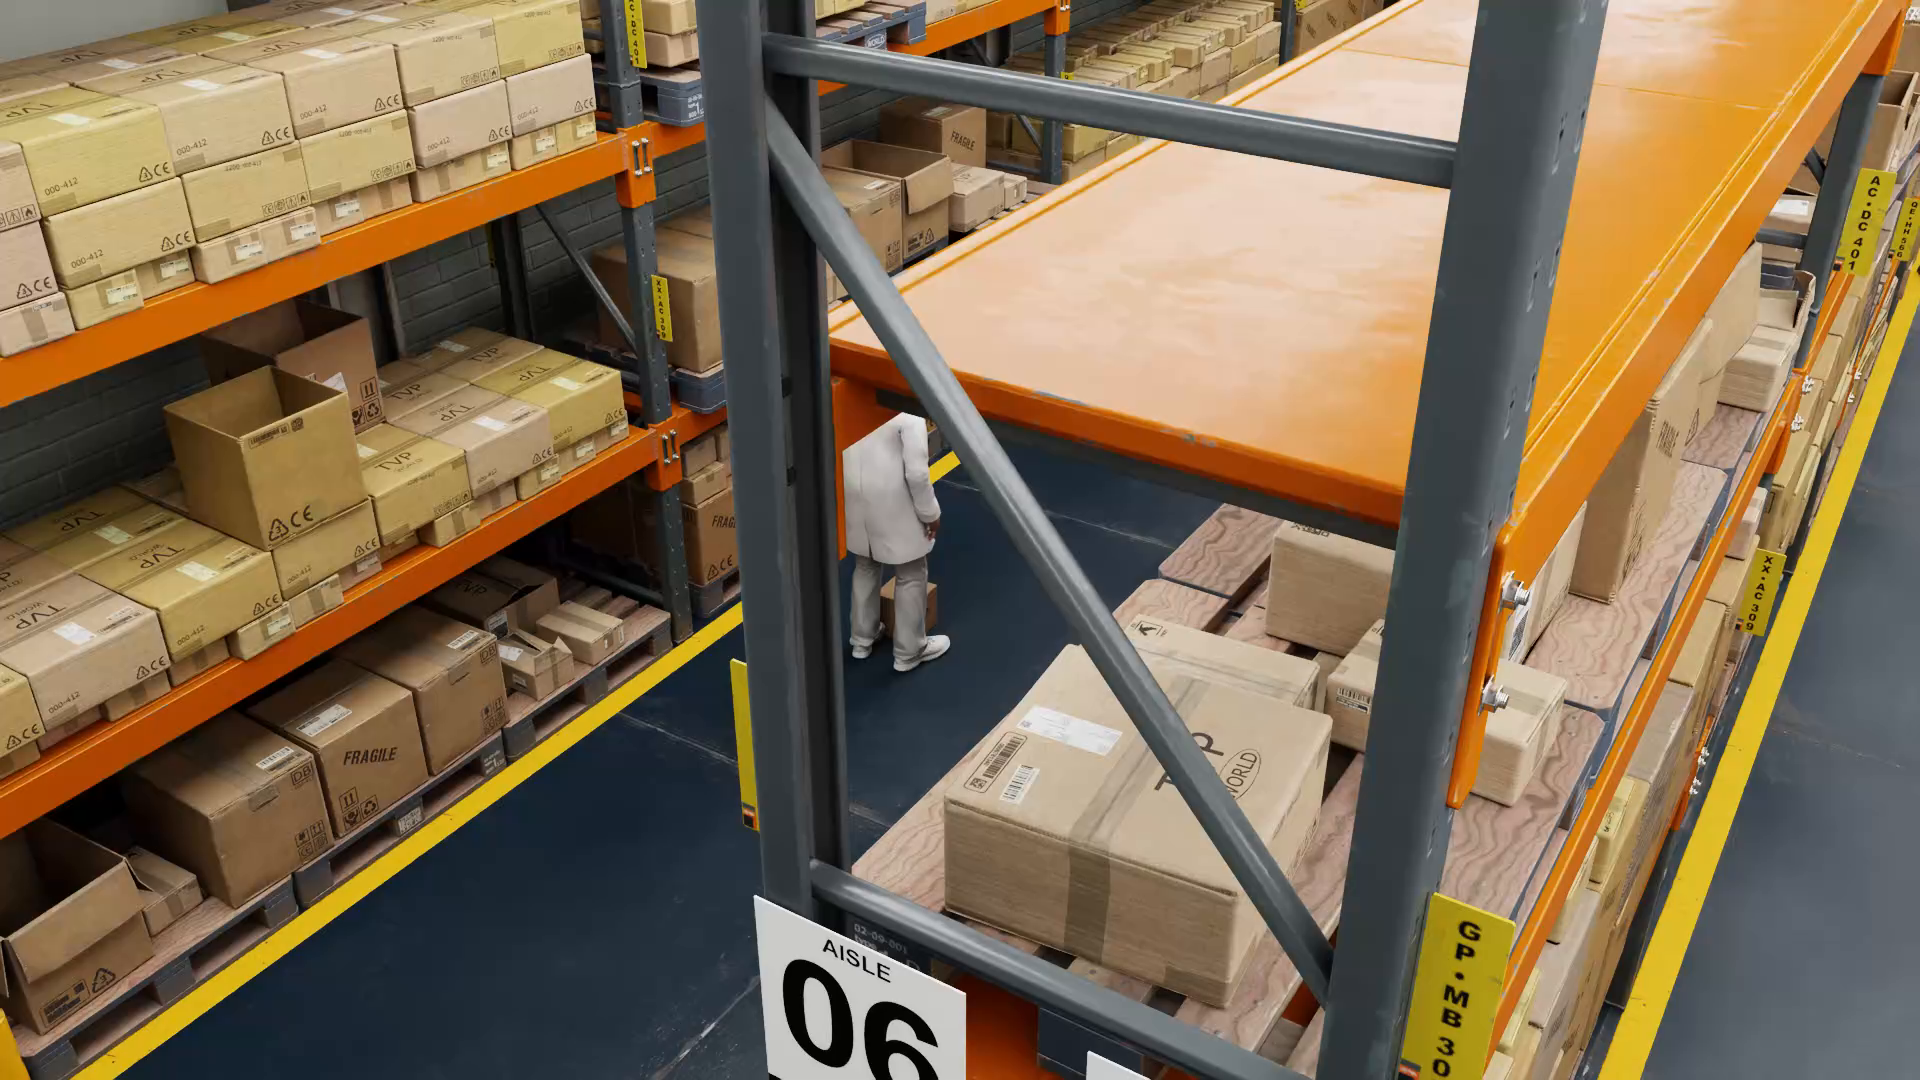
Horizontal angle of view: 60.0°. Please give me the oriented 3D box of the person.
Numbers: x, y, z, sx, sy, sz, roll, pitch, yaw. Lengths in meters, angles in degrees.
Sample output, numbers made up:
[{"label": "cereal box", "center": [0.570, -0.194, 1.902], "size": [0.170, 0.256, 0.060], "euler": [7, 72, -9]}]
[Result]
[{"label": "person", "center": [-0.386, -0.122, 8.536], "size": [0.645, 1.656, 0.428], "euler": [17, 34, 27]}]
